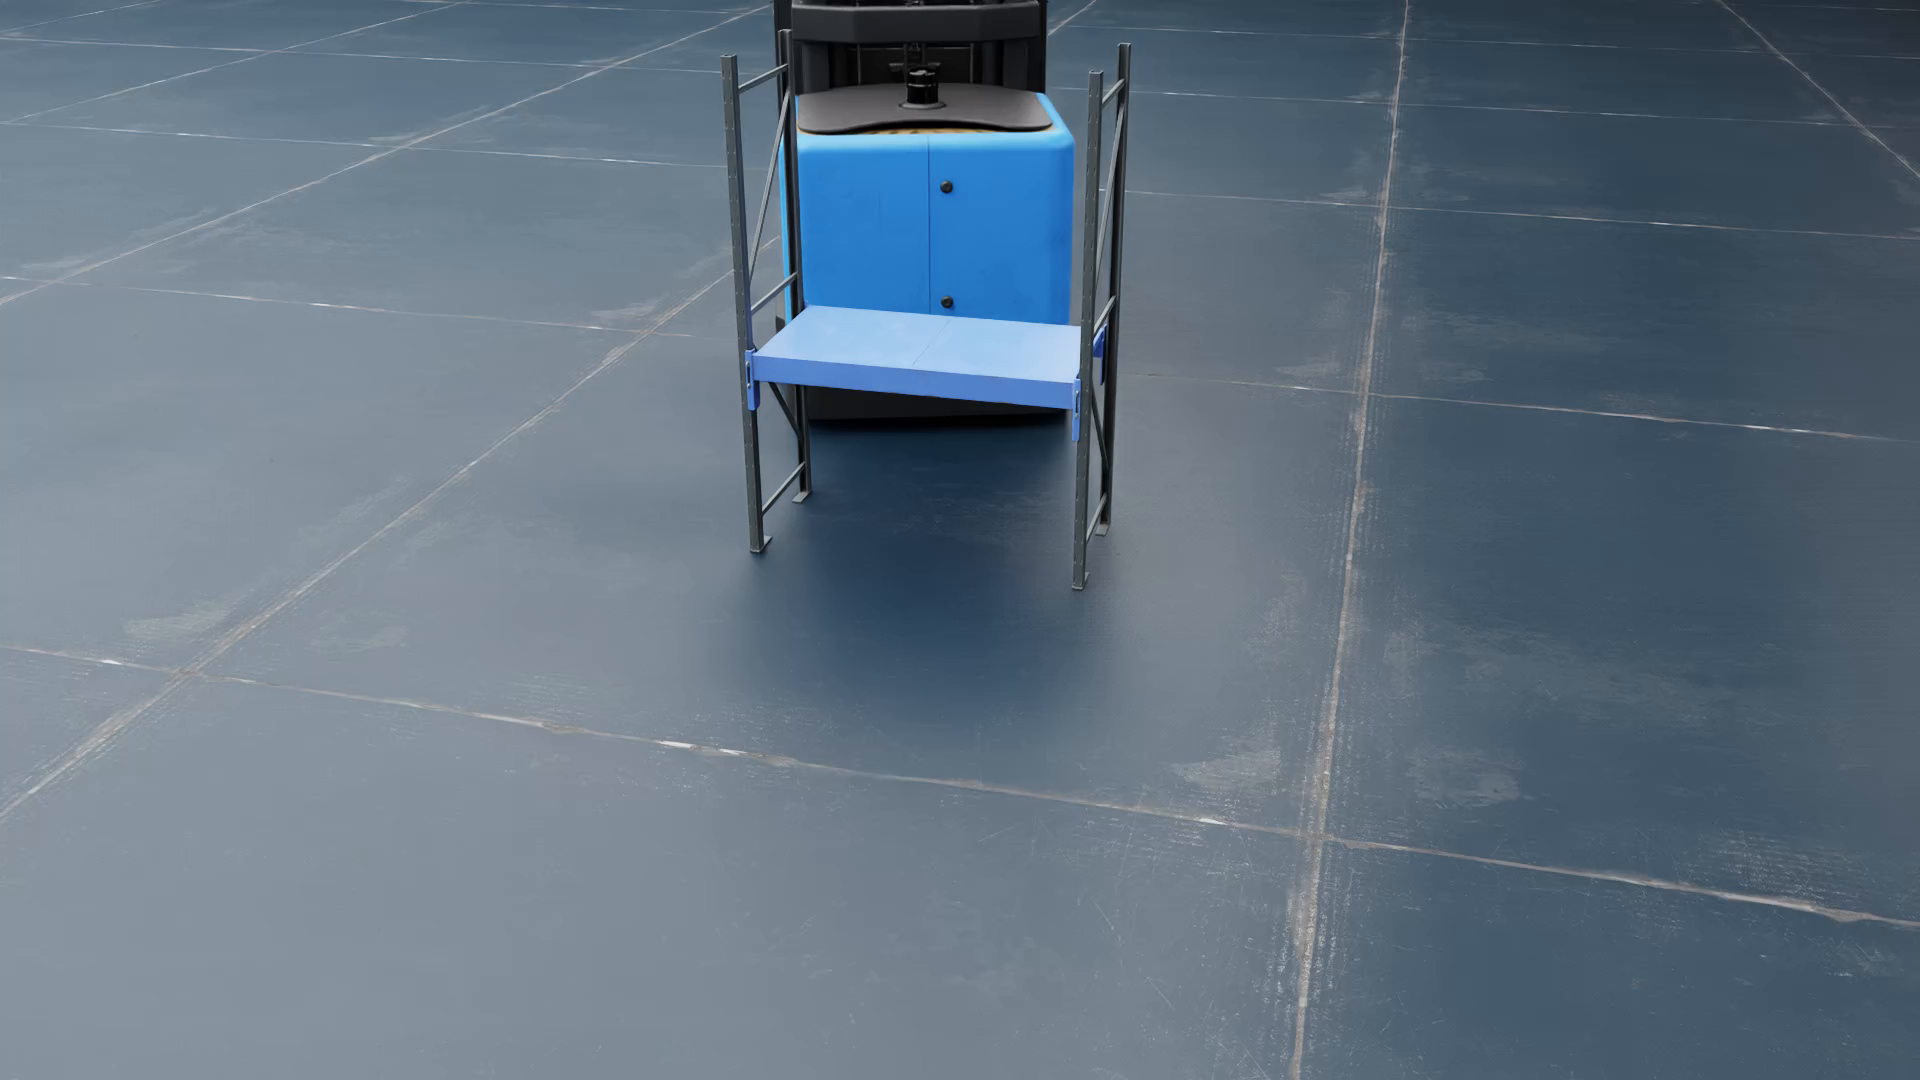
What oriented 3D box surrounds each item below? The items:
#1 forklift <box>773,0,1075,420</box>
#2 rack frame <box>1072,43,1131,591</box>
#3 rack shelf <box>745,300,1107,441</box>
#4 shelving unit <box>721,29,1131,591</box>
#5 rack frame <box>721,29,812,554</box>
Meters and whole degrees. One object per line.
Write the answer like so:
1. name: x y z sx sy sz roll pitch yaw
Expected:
1. forklift: -0.217 -2.353 6.783 1.130 2.935 3.031 -2 26 -4
2. rack frame: 0.410 -0.632 4.832 0.032 1.500 0.500 6 26 13
3. rack shelf: -0.083 -0.524 5.024 1.000 0.185 0.538 6 26 13
4. shelving unit: -0.083 -0.686 4.947 1.048 1.500 0.538 6 26 13
5. rack frame: -0.575 -0.741 5.061 0.032 1.500 0.500 6 26 13
